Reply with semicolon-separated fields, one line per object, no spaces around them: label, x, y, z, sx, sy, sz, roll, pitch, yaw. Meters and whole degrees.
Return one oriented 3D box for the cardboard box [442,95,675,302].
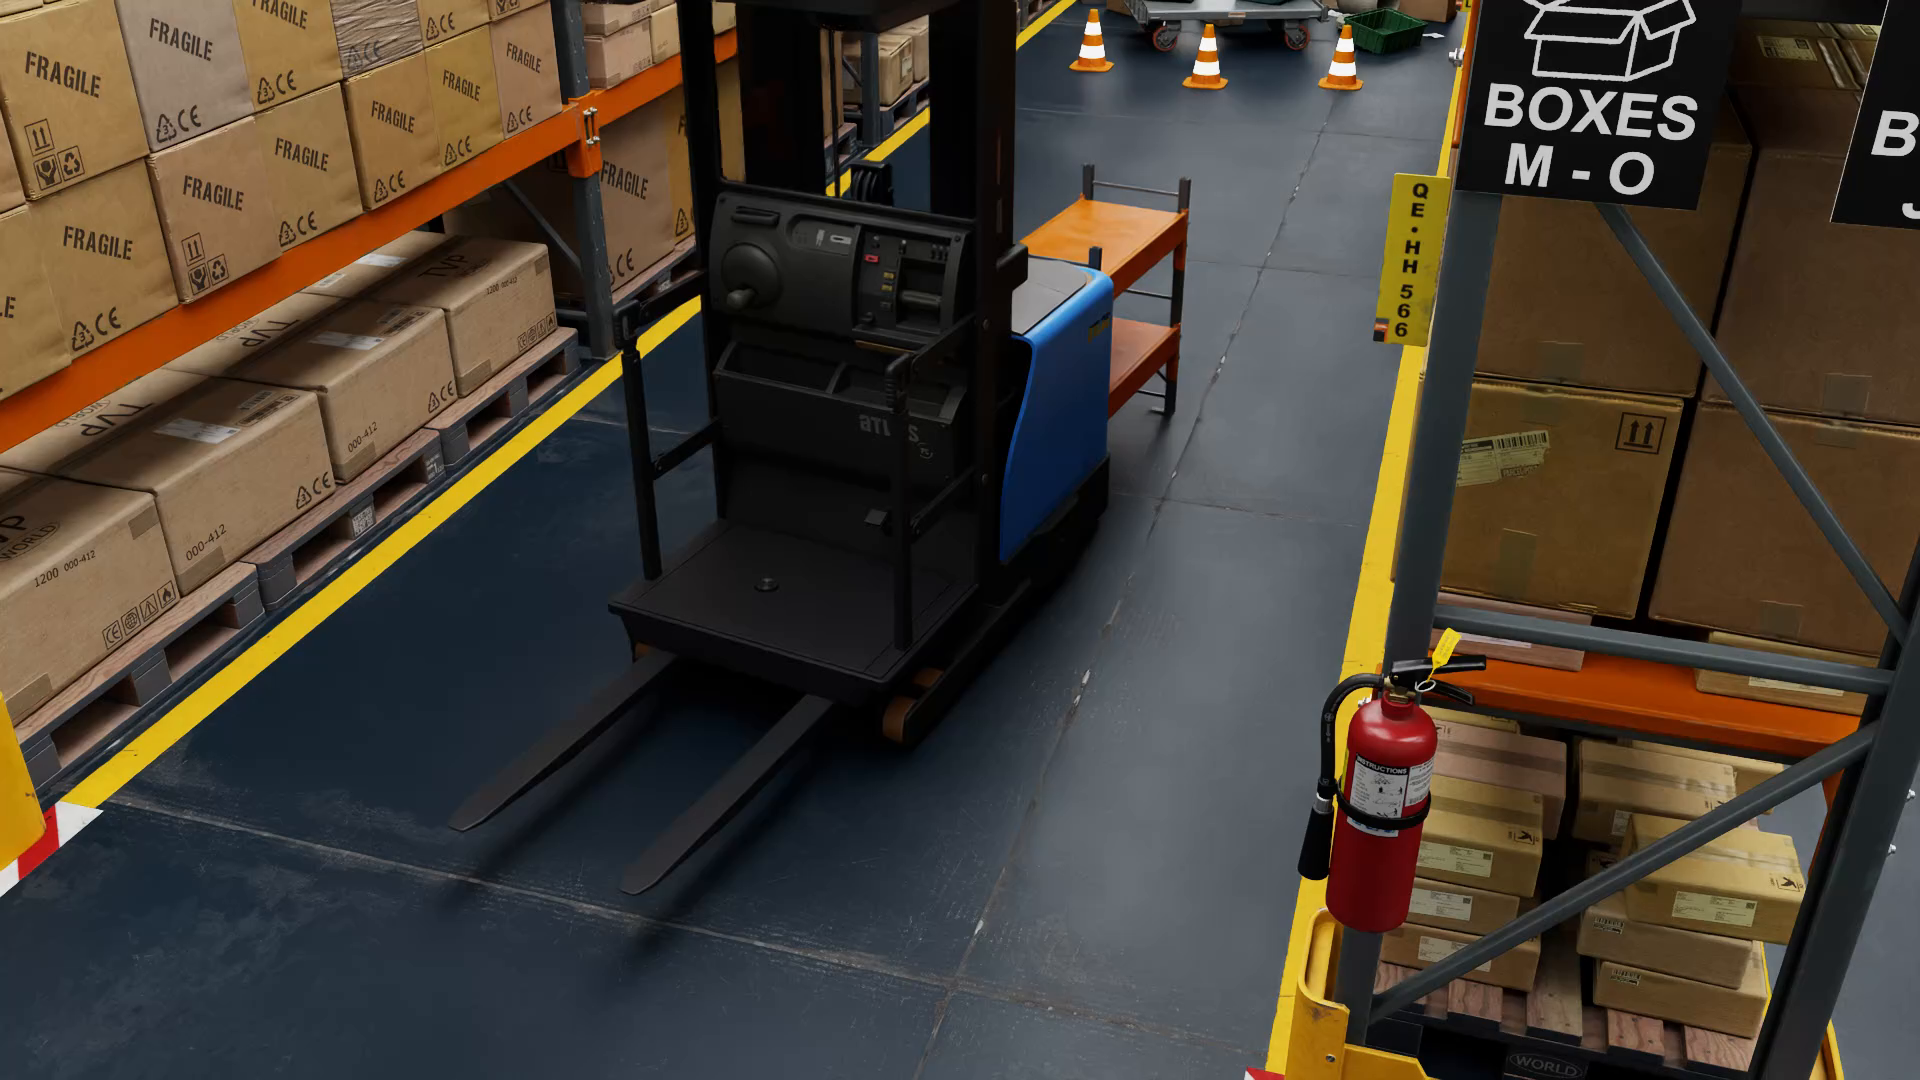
cardboard box;-2.124;-1.854;8.750;0.875;0.875;0.875;9;30;16

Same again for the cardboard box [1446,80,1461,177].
cardboard box;1.825;-1.159;5.340;0.500;0.500;0.500;8;30;14

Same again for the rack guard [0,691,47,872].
rack guard;-3.411;0.663;5.043;1.175;0.500;0.348;8;30;15

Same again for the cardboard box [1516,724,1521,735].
cardboard box;1.391;0.624;4.738;0.380;0.149;0.250;7;30;13

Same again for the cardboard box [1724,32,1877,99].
cardboard box;1.885;-0.798;3.661;0.500;0.500;0.500;9;30;16

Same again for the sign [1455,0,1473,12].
sign;2.000;-2.223;6.470;0.100;0.325;0.005;8;30;15

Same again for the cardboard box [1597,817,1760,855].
cardboard box;1.891;0.825;4.375;0.380;0.149;0.250;8;30;15

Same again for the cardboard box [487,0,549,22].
cardboard box;-2.104;-2.521;7.065;0.500;0.500;0.500;8;30;14

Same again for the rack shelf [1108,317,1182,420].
rack shelf;0.554;-0.707;7.367;0.538;0.278;1.000;14;32;23

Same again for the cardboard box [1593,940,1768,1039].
cardboard box;1.817;1.084;4.217;0.380;0.149;0.250;9;30;16

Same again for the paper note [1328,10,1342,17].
paper note;3.529;-4.949;15.623;0.172;0.023;0.155;20;35;32

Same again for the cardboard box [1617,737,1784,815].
cardboard box;1.999;0.582;4.506;0.380;0.149;0.250;8;30;15

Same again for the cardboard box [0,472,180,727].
cardboard box;-3.306;0.175;5.554;0.875;0.438;0.875;7;30;13

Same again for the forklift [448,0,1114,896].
forklift;-0.505;-0.844;5.253;1.130;2.935;3.031;14;32;23

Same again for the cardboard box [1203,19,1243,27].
cardboard box;2.409;-4.894;15.275;0.258;0.266;0.396;-12;31;-20

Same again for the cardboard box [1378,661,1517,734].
cardboard box;1.354;0.492;4.668;0.380;0.149;0.250;8;30;14

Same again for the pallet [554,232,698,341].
pallet;-2.075;-1.450;9.139;1.003;0.211;1.213;8;30;15

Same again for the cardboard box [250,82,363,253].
cardboard box;-2.569;-1.374;6.032;0.500;0.500;0.500;10;30;17

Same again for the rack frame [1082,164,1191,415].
rack frame;0.782;-1.141;7.645;0.500;1.125;0.032;14;32;23

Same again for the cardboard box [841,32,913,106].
cardboard box;-0.880;-3.454;12.145;0.950;0.372;0.625;6;30;11

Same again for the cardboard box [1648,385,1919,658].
cardboard box;1.754;-0.124;3.478;0.500;0.500;0.500;10;31;17

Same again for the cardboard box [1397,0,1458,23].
cardboard box;4.355;-5.134;15.462;0.500;0.500;0.500;14;32;23

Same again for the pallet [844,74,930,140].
pallet;-0.825;-3.302;12.469;1.003;0.211;1.213;8;30;15

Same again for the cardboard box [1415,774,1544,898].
cardboard box;1.271;0.739;4.224;0.380;0.149;0.250;9;30;15

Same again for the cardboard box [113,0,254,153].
cardboard box;-2.702;-1.585;5.382;0.500;0.500;0.500;8;30;14

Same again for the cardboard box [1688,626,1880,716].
cardboard box;1.766;0.225;3.518;0.380;0.149;0.250;8;30;14

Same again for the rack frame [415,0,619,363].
rack frame;-2.230;-2.299;7.797;1.000;3.000;0.127;8;30;15

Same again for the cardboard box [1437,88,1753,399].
cardboard box;1.254;-0.640;3.377;0.500;0.500;0.500;8;30;14

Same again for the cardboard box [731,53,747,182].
cardboard box;-1.604;-2.690;10.254;0.875;0.875;0.875;9;30;15

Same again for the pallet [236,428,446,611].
pallet;-2.884;-0.169;6.838;1.003;0.211;1.213;8;30;15

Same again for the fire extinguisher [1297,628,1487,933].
fire extinguisher;0.843;0.467;3.288;0.296;0.674;0.183;8;30;15

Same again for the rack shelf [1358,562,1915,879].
rack shelf;1.945;-0.396;5.116;1.077;0.370;4.000;8;30;15

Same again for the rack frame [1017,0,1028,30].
rack frame;0.118;-6.017;14.480;1.000;3.000;0.127;8;30;15

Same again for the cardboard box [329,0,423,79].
cardboard box;-2.402;-2.049;6.216;0.500;0.500;0.500;9;30;16

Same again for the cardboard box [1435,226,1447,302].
cardboard box;1.400;-0.439;4.044;0.500;0.500;0.500;8;30;14

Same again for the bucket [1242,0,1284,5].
bucket;2.716;-4.983;14.426;0.726;0.611;0.620;20;45;32

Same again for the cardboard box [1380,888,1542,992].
cardboard box;1.313;1.007;4.355;0.380;0.149;0.250;9;30;16

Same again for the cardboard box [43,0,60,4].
cardboard box;-2.780;-1.691;4.906;0.380;0.149;0.250;8;30;13

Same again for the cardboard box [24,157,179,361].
cardboard box;-2.867;-0.905;5.189;0.500;0.500;0.500;8;30;14

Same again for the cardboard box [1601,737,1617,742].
cardboard box;2.058;0.595;4.789;0.380;0.149;0.250;9;30;16

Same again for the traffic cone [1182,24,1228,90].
traffic cone;1.964;-3.855;13.203;0.336;0.463;0.334;8;30;15

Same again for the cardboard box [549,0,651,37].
cardboard box;-1.831;-2.616;8.008;0.500;0.250;0.500;8;30;13

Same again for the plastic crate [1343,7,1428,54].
plastic crate;3.679;-4.422;14.446;0.662;0.188;0.450;-24;47;-37

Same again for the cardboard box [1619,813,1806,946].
cardboard box;1.836;0.826;4.067;0.380;0.149;0.250;7;30;13

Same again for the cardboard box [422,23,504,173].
cardboard box;-2.267;-1.851;6.889;0.500;0.500;0.500;8;30;14

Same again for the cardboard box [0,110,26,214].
cardboard box;-2.991;-1.103;4.516;0.500;0.500;0.500;8;30;14

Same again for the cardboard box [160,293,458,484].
cardboard box;-2.779;-0.670;7.073;0.875;0.438;0.875;8;30;13

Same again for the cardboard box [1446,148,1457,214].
cardboard box;1.547;-1.118;4.237;0.500;0.500;0.500;10;31;17

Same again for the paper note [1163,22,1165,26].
paper note;1.905;-4.722;15.207;0.148;0.019;0.142;8;30;15

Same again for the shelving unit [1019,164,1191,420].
shelving unit;0.554;-0.921;7.248;0.538;1.125;1.048;14;32;23

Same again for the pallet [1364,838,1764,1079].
pallet;1.652;1.030;4.681;1.003;0.211;1.213;8;30;15

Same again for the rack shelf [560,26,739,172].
rack shelf;-1.643;-2.914;9.643;1.077;0.370;4.000;8;30;15

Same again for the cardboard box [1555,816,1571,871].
cardboard box;1.882;0.834;4.666;0.380;0.149;0.250;9;30;15

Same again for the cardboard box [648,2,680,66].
cardboard box;-1.698;-2.641;8.566;0.500;0.250;0.500;8;30;14

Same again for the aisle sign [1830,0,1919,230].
aisle sign;1.623;-0.840;2.501;0.394;0.787;0.004;8;30;15

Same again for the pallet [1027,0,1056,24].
pallet;0.282;-5.115;15.728;1.003;0.211;1.213;8;30;15

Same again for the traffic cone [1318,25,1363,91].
traffic cone;3.043;-3.841;13.179;0.336;0.463;0.334;8;30;15

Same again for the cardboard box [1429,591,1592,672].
cardboard box;1.183;0.137;3.676;0.380;0.149;0.250;9;30;15
